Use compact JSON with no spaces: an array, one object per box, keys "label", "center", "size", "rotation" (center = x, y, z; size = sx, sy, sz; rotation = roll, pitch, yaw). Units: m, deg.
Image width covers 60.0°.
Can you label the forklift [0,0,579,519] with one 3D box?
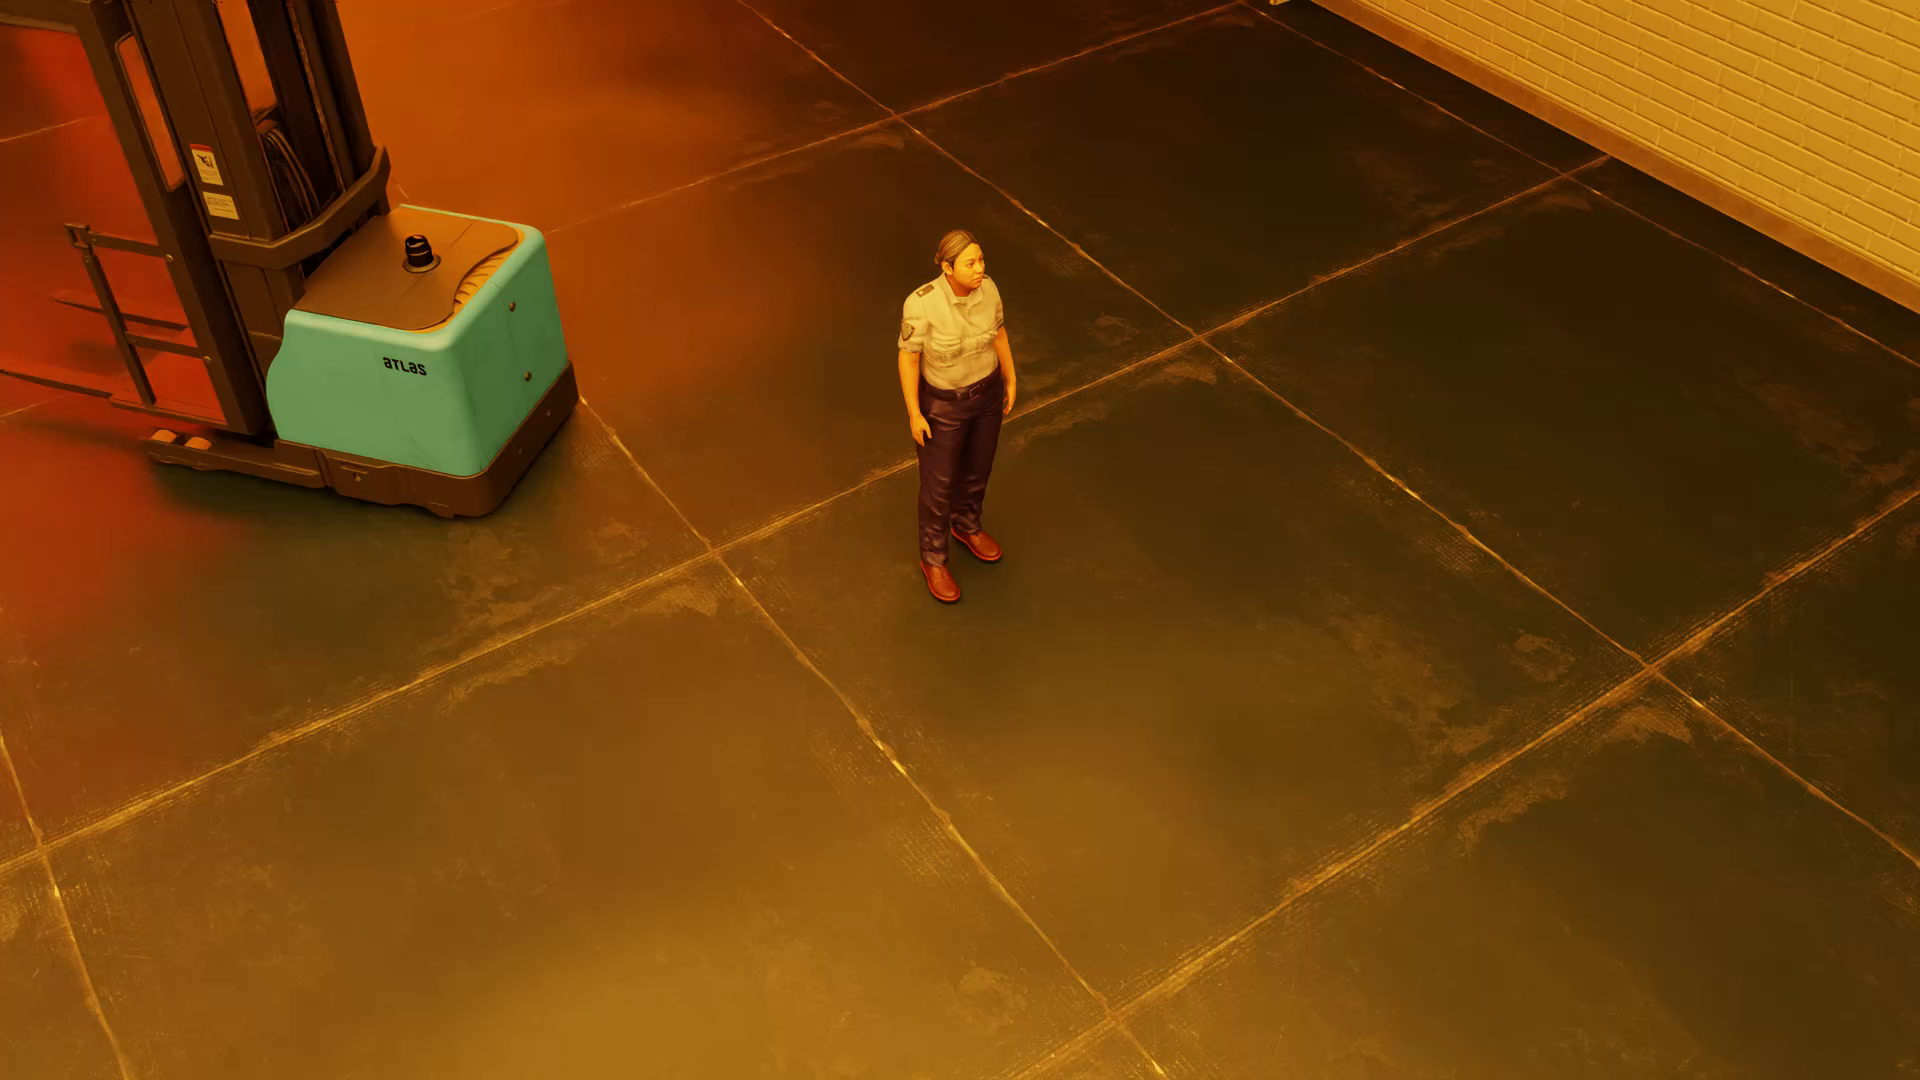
[{"label":"forklift","center":[-3.538,-1.753,7.617],"size":[3.031,2.935,1.130],"rotation":[11,44,12]}]

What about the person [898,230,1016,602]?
[{"label":"person","center":[0.032,-0.553,7.251],"size":[0.598,1.651,0.503],"rotation":[-25,48,-25]}]
